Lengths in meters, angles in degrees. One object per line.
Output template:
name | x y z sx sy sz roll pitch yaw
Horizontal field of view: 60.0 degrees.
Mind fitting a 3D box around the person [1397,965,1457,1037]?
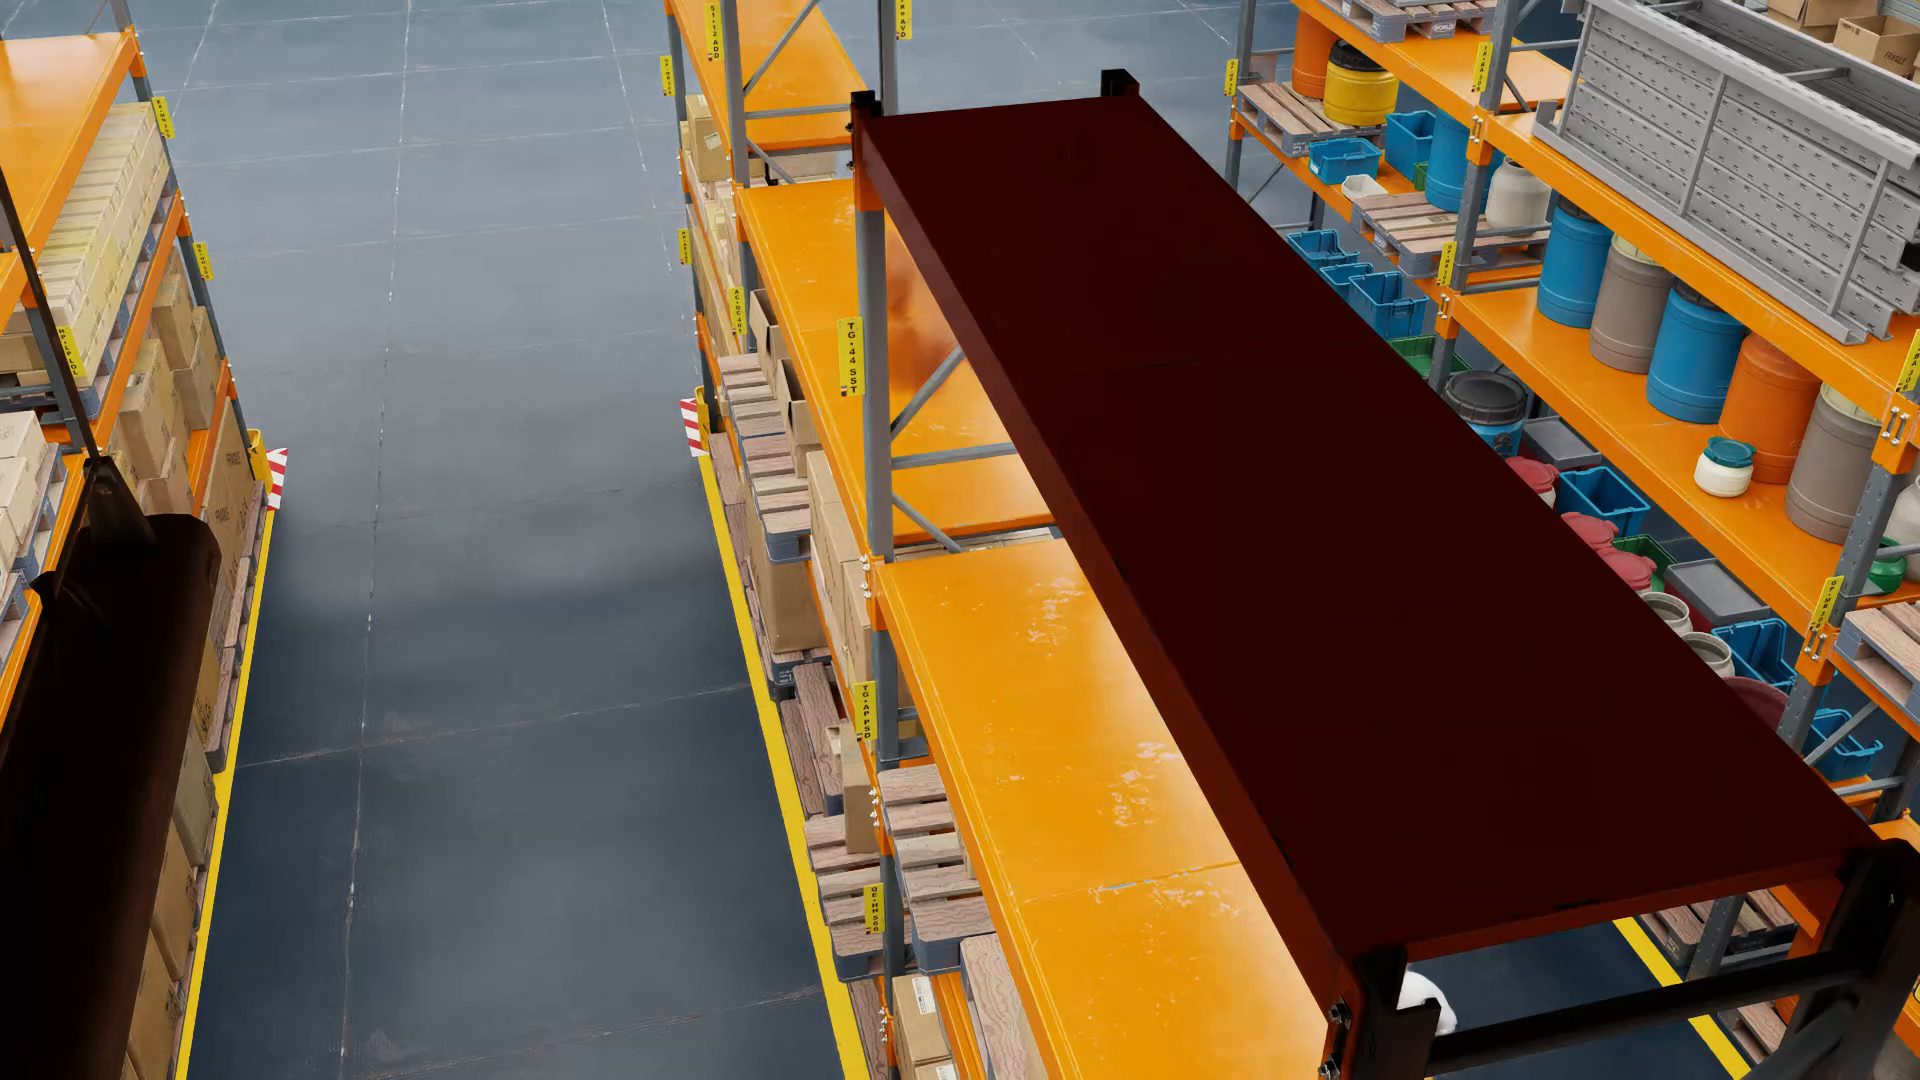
person | 2.080 2.656 8.676 0.699 1.736 0.620 -15 37 -21
